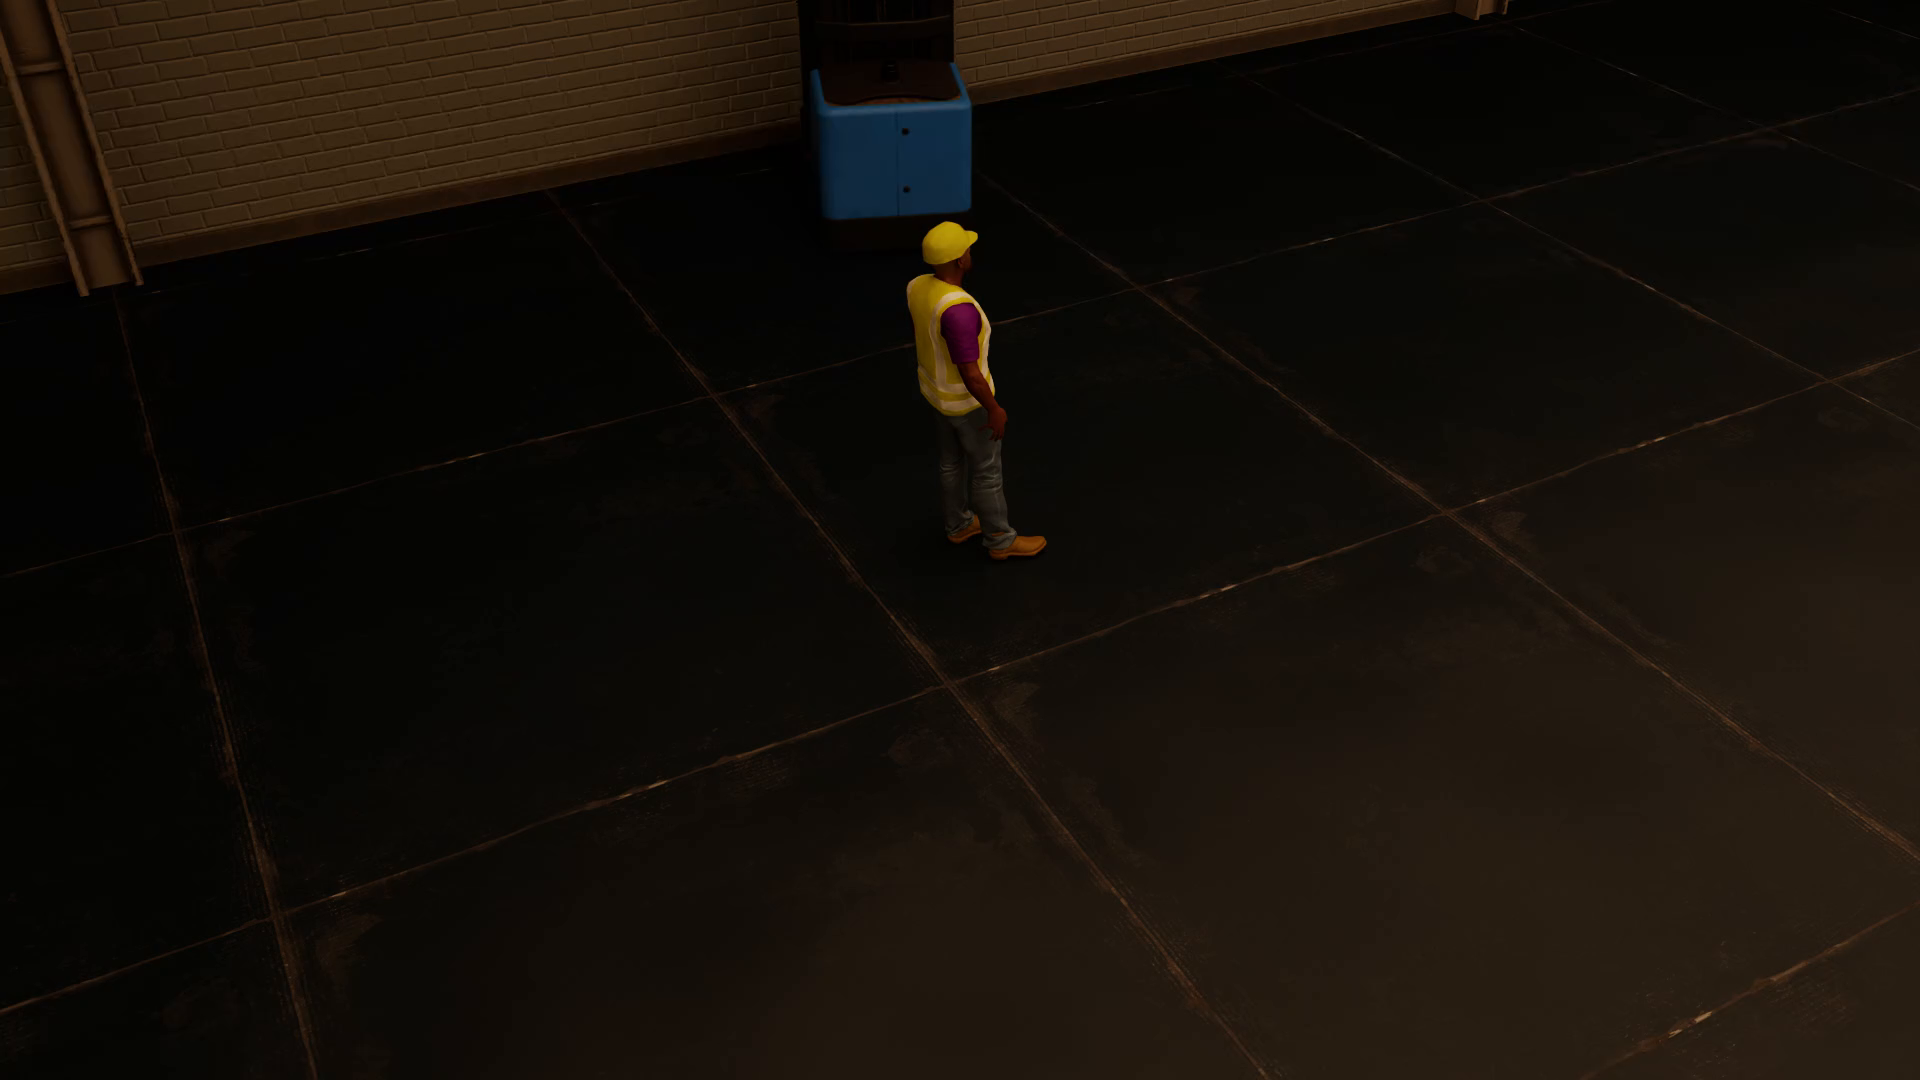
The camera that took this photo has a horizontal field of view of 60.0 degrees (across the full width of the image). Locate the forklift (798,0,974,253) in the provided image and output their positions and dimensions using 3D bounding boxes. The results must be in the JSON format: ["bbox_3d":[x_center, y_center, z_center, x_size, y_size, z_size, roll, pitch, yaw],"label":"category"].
[{"bbox_3d":[-0.624,-3.988,11.764,1.130,2.935,3.031,-5,36,-7],"label":"forklift"}]

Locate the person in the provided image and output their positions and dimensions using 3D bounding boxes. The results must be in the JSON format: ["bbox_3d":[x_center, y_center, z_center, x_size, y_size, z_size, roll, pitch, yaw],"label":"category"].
[{"bbox_3d":[0.065,-0.743,8.171,0.575,1.768,0.665,-17,39,-23],"label":"person"}]
